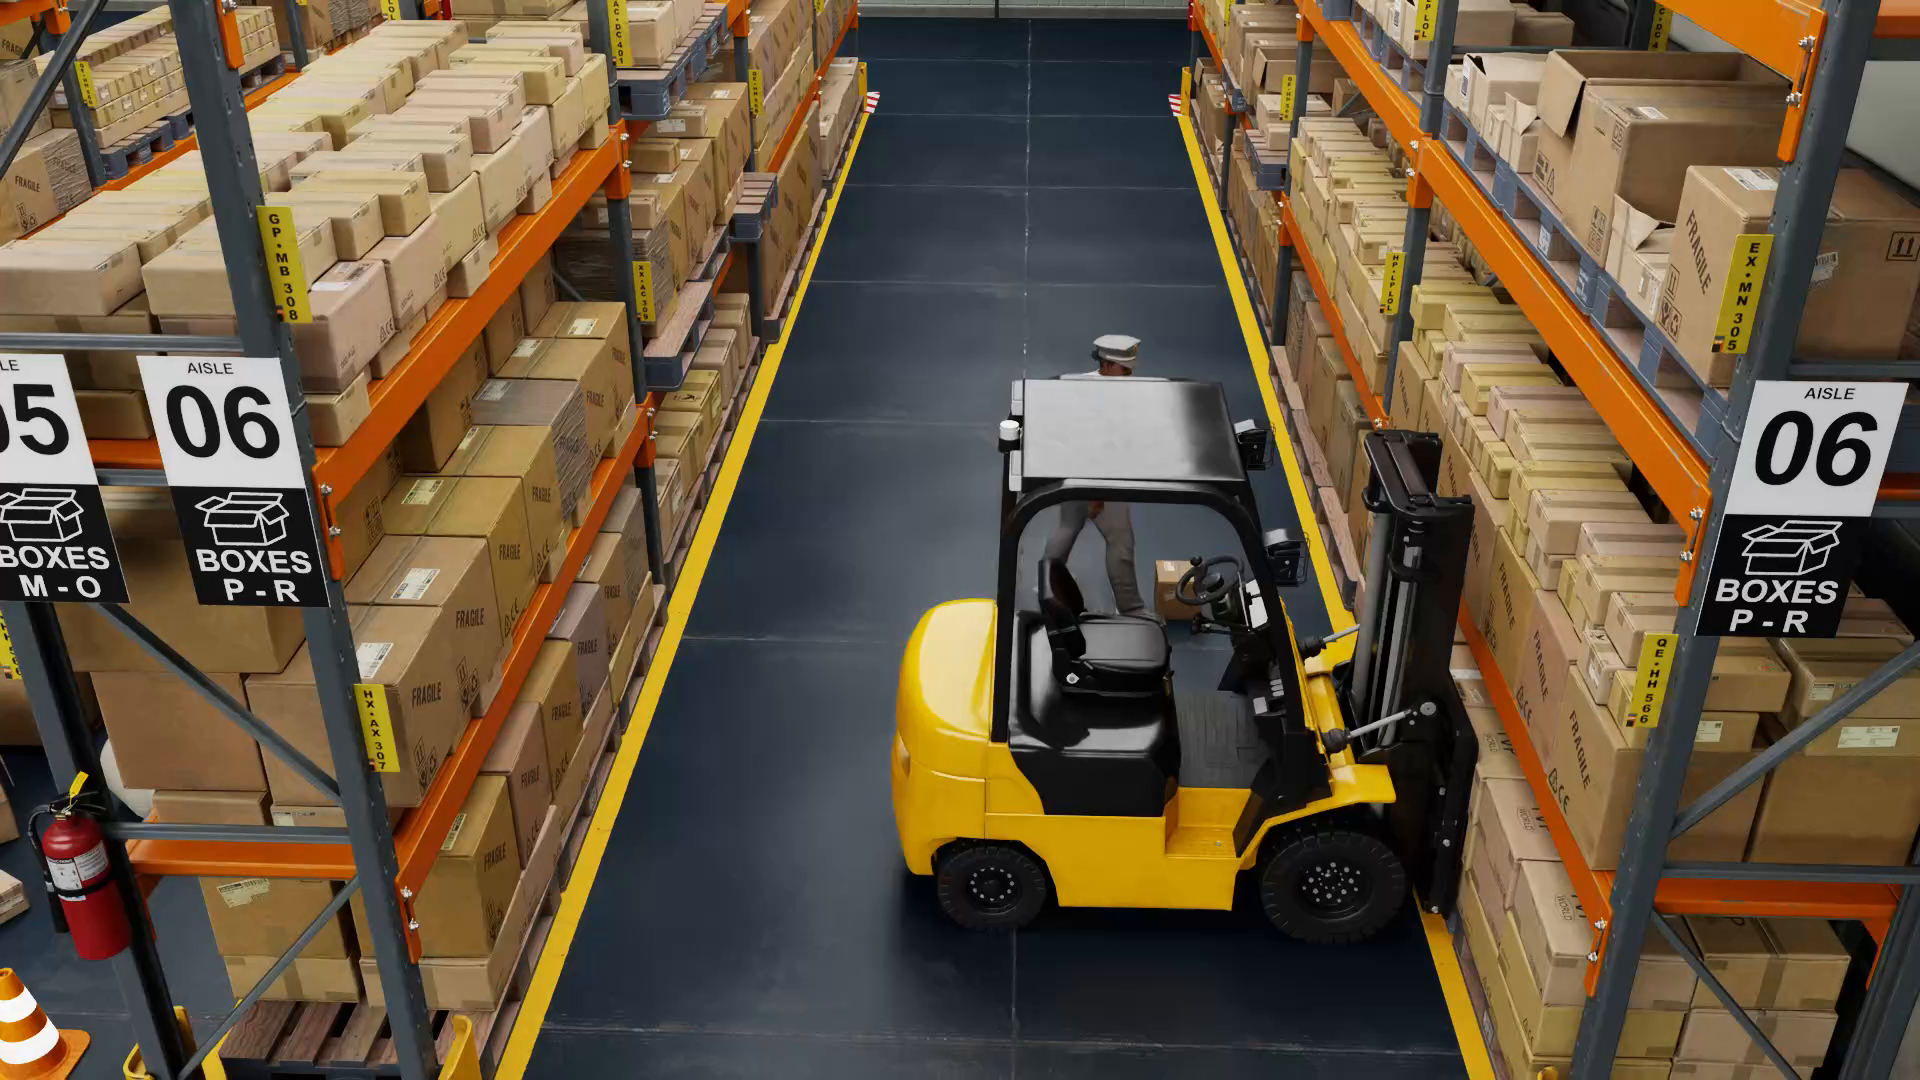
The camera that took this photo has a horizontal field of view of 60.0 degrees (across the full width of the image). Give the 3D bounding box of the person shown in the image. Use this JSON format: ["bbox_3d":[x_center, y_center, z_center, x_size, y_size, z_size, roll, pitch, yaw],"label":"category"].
[{"bbox_3d":[0.803,-0.336,9.269,0.615,1.673,0.629,-8,29,-15],"label":"person"}]
